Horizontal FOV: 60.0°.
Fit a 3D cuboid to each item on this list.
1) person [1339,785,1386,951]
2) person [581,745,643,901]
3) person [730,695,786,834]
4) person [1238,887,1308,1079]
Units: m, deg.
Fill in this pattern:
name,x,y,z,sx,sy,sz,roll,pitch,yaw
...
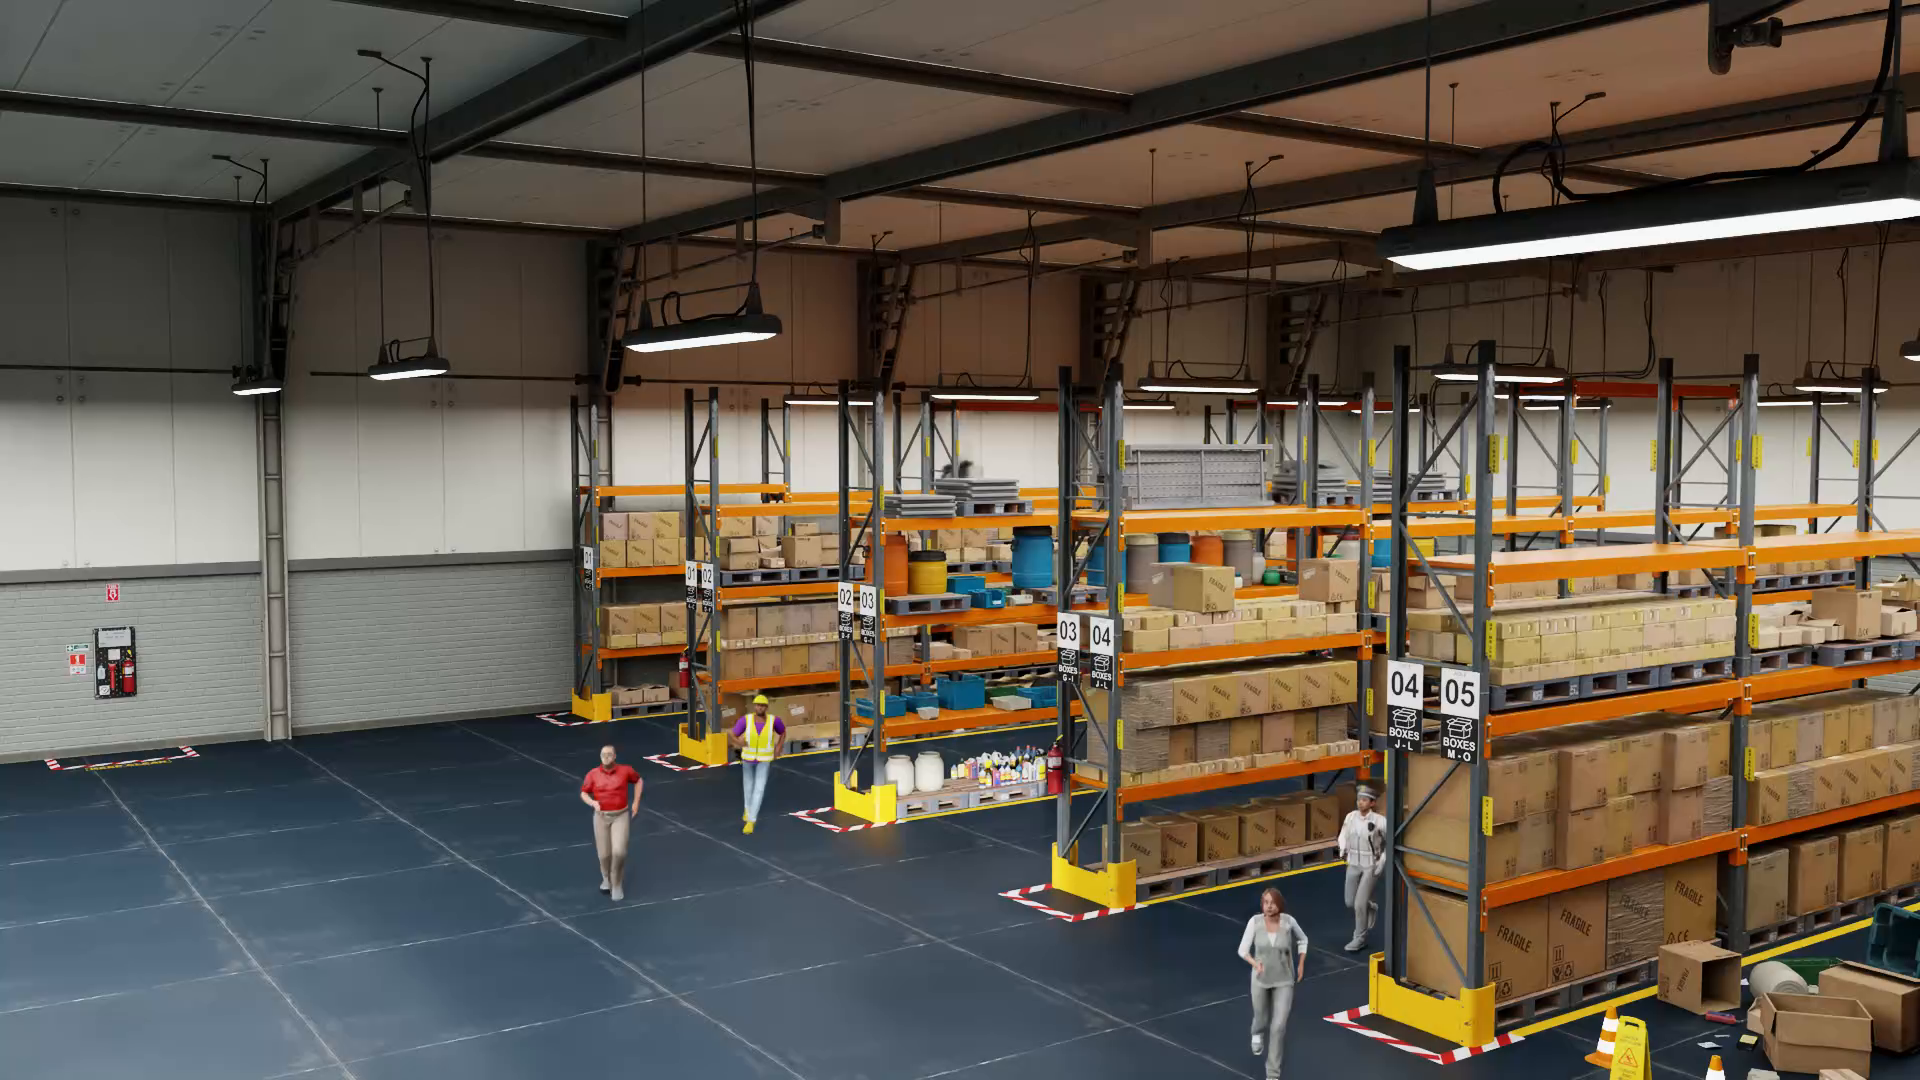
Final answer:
name,x,y,z,sx,sy,sz,roll,pitch,yaw
person,4.164,3.311,16.935,0.570,1.663,0.684,3,5,41
person,-3.948,3.196,18.805,0.665,1.766,0.723,0,3,-3
person,-2.690,2.938,22.099,0.722,1.773,0.878,0,3,0
person,2.517,3.611,13.380,0.550,1.517,0.869,1,4,12
